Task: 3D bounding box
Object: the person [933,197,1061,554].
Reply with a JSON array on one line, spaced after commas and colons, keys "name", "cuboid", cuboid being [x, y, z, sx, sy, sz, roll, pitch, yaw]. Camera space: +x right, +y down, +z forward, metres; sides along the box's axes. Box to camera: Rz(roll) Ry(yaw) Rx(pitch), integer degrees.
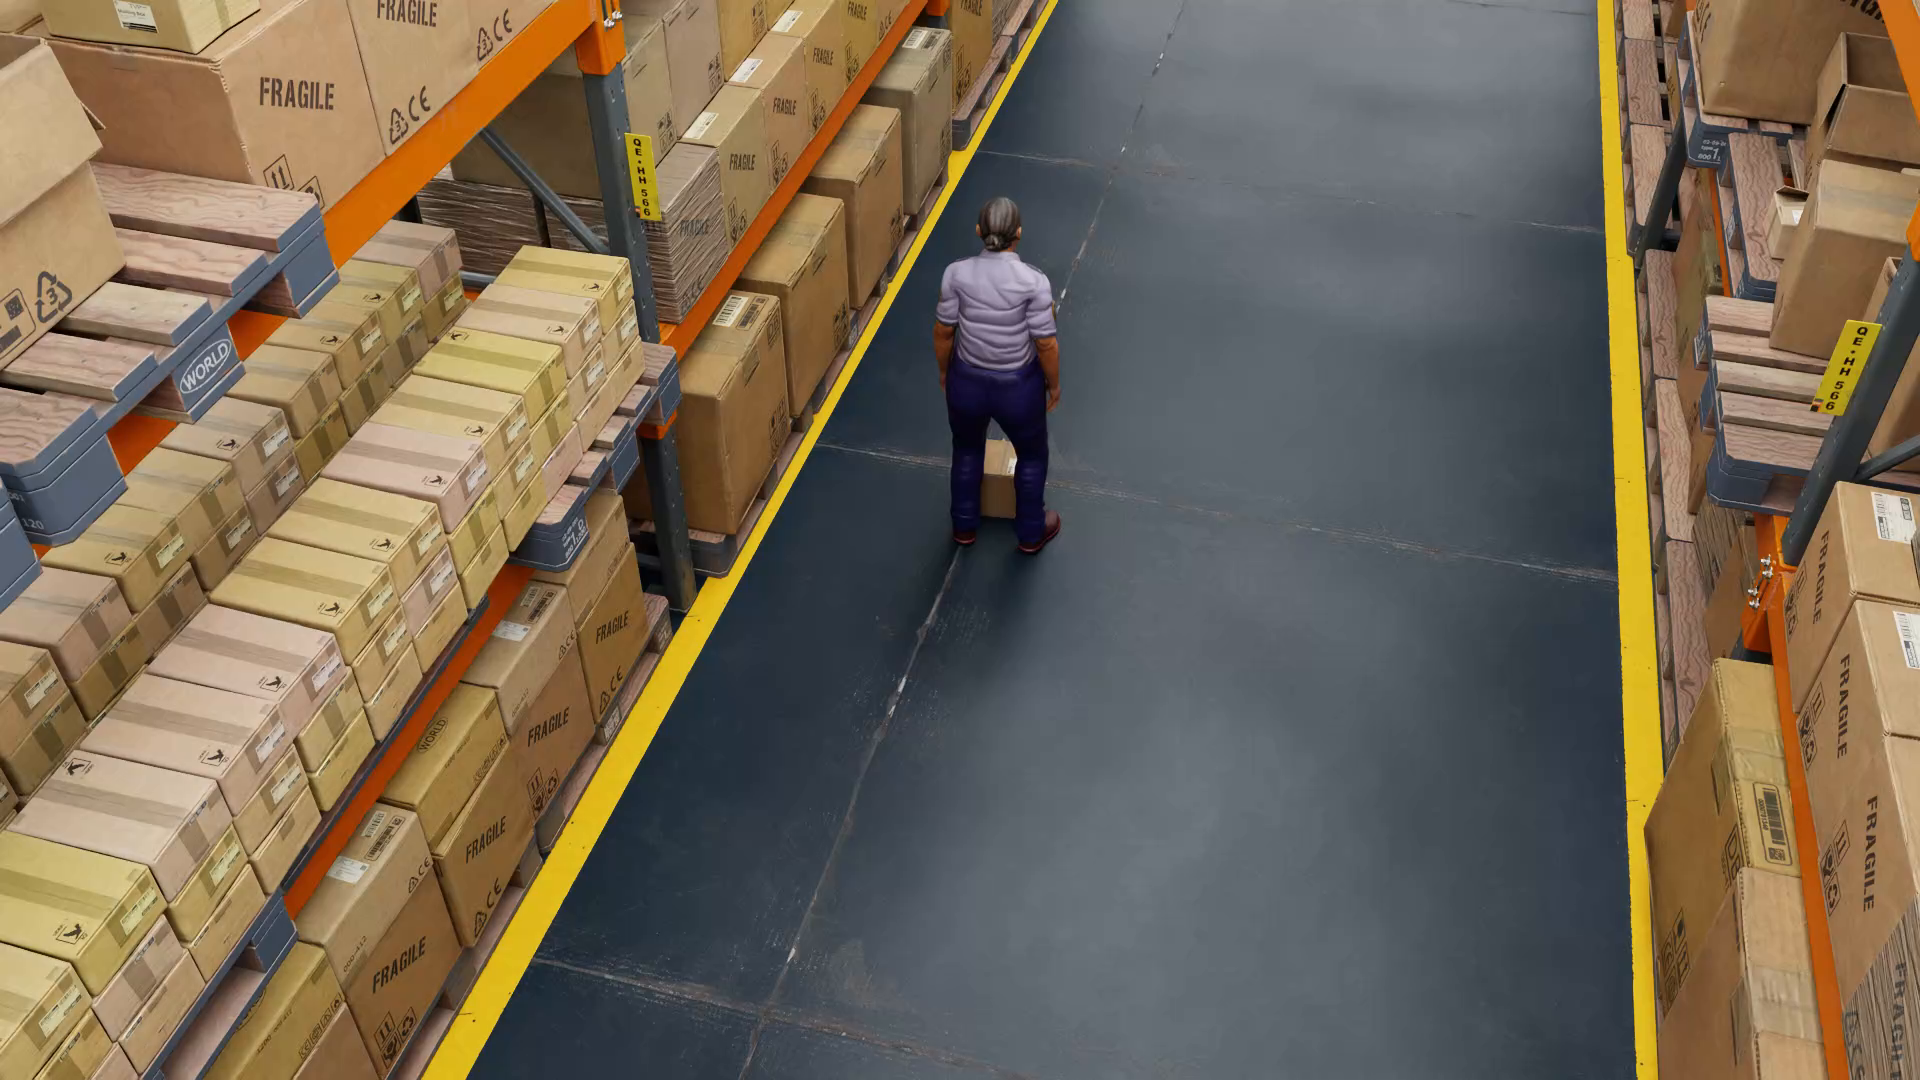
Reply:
[{"name": "person", "cuboid": [0.161, -0.647, 6.901, 0.539, 1.652, 0.376, 10, 42, 11]}]
